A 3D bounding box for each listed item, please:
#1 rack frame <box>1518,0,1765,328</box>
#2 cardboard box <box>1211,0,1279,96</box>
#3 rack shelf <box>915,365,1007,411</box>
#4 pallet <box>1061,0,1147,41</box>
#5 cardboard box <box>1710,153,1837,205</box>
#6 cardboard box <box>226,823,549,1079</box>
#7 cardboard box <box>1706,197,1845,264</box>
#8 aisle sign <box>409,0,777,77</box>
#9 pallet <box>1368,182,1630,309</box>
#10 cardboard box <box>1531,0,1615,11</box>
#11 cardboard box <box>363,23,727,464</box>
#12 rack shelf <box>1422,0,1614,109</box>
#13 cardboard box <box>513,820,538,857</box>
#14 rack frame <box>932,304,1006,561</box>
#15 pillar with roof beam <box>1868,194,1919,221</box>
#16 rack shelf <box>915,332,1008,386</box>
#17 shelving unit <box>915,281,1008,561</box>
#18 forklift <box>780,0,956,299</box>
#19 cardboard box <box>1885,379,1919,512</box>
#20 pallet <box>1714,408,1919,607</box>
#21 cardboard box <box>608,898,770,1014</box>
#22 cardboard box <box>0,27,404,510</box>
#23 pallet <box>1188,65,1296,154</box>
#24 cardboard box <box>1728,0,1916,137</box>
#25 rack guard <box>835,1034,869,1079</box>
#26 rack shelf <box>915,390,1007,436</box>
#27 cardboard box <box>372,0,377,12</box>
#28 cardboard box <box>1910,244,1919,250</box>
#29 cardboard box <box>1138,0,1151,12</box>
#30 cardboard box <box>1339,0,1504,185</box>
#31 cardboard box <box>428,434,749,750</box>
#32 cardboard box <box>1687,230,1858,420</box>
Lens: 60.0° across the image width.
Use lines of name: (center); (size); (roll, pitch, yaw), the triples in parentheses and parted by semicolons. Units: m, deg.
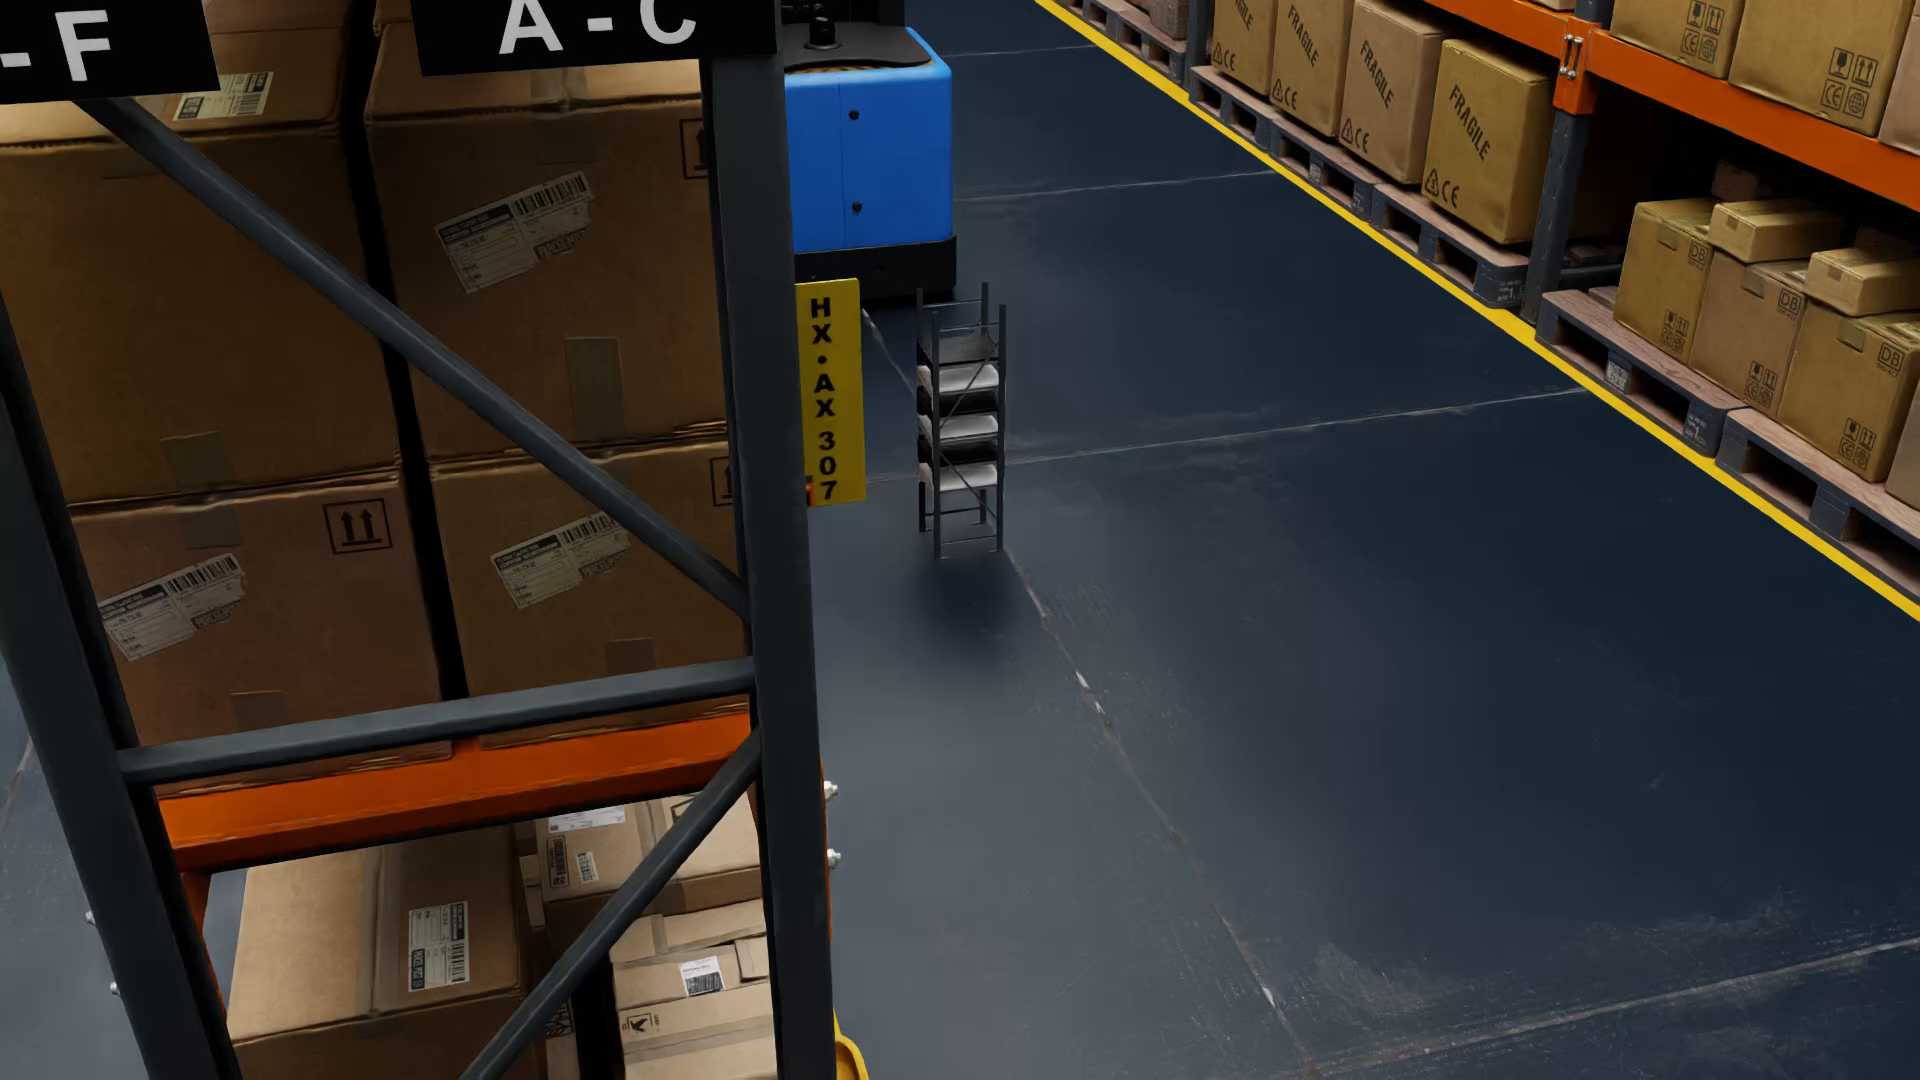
rack frame: (3.011, -2.337, 6.793); (1.000, 3.000, 0.127); (-8, 31, -13)
cardboard box: (2.018, -3.147, 9.920); (0.750, 0.750, 0.750); (-8, 31, -14)
rack shelf: (0.002, -0.512, 5.444); (0.258, 0.077, 0.200); (-8, 31, -13)
pallet: (1.423, -4.027, 12.497); (1.003, 0.211, 1.213); (-8, 31, -13)
cardboard box: (3.264, -1.439, 6.670); (0.380, 0.149, 0.250); (-8, 31, -14)
cardboard box: (-1.084, 0.917, 3.227); (0.500, 0.500, 0.500); (-8, 31, -13)
cardboard box: (3.026, -1.153, 6.176); (0.380, 0.149, 0.250); (-7, 31, -12)
aisle sign: (-0.401, -0.875, 1.673); (0.394, 0.787, 0.004); (-8, 31, -13)
pallet: (2.734, -1.492, 8.118); (1.003, 0.211, 1.213); (-8, 31, -13)
cardboard box: (2.648, -2.362, 7.068); (0.380, 0.149, 0.250); (-8, 31, -13)
cardboard box: (-0.566, -0.470, 2.469); (0.500, 0.500, 0.500); (-7, 31, -12)
rack shelf: (2.480, -2.991, 8.642); (1.077, 0.370, 4.000); (-8, 31, -13)
cardboard box: (-1.307, 0.563, 4.089); (0.500, 0.250, 0.500); (-8, 31, -13)
rack frame: (0.029, -0.336, 5.433); (0.240, 0.900, 0.006); (-8, 31, -13)
pillar with roof beam: (-0.120, -4.138, 3.915); (9.100, 9.000, 0.400); (-8, 31, -13)
rack shelf: (0.002, -0.590, 5.399); (0.258, 0.077, 0.200); (-8, 31, -13)
shelving unit: (0.002, -0.386, 5.518); (0.258, 0.900, 0.210); (-8, 31, -13)
forklift: (-0.870, -3.018, 8.038); (1.130, 2.935, 3.031); (-7, 31, -12)
cardboard box: (3.524, -0.314, 5.374); (0.700, 0.500, 0.500); (-9, 31, -15)
pallet: (3.465, -0.162, 5.819); (1.003, 0.211, 1.213); (-8, 31, -13)
cardboard box: (-0.548, 0.923, 3.550); (0.380, 0.166, 0.250); (-8, 31, -13)
cardboard box: (-1.086, -0.399, 2.346); (0.500, 0.500, 0.500); (-8, 31, -14)
pallet: (2.086, -2.671, 10.154); (1.003, 0.211, 1.213); (-8, 31, -13)
cardboard box: (3.328, -1.849, 5.651); (0.980, 0.700, 0.700); (-9, 31, -15)
rack guard: (-0.722, 1.301, 3.003); (1.175, 0.500, 0.348); (-8, 31, -13)
rack shelf: (0.002, -0.435, 5.489); (0.258, 0.077, 0.200); (-8, 31, -13)
cardboard box: (-1.363, -0.892, 3.199); (0.500, 0.500, 0.500); (-7, 31, -12)
cardboard box: (3.542, -0.935, 5.800); (0.380, 0.149, 0.250); (-8, 31, -13)
cardboard box: (1.683, -3.982, 11.692); (0.700, 0.500, 0.500); (-8, 31, -13)
cardboard box: (2.474, -2.313, 8.479); (0.750, 0.750, 0.750); (-7, 31, -12)
cardboard box: (-0.566, -0.037, 2.720); (0.500, 0.500, 0.500); (-7, 31, -12)
cardboard box: (3.241, -0.819, 6.246); (0.700, 0.500, 0.500); (-8, 31, -14)
